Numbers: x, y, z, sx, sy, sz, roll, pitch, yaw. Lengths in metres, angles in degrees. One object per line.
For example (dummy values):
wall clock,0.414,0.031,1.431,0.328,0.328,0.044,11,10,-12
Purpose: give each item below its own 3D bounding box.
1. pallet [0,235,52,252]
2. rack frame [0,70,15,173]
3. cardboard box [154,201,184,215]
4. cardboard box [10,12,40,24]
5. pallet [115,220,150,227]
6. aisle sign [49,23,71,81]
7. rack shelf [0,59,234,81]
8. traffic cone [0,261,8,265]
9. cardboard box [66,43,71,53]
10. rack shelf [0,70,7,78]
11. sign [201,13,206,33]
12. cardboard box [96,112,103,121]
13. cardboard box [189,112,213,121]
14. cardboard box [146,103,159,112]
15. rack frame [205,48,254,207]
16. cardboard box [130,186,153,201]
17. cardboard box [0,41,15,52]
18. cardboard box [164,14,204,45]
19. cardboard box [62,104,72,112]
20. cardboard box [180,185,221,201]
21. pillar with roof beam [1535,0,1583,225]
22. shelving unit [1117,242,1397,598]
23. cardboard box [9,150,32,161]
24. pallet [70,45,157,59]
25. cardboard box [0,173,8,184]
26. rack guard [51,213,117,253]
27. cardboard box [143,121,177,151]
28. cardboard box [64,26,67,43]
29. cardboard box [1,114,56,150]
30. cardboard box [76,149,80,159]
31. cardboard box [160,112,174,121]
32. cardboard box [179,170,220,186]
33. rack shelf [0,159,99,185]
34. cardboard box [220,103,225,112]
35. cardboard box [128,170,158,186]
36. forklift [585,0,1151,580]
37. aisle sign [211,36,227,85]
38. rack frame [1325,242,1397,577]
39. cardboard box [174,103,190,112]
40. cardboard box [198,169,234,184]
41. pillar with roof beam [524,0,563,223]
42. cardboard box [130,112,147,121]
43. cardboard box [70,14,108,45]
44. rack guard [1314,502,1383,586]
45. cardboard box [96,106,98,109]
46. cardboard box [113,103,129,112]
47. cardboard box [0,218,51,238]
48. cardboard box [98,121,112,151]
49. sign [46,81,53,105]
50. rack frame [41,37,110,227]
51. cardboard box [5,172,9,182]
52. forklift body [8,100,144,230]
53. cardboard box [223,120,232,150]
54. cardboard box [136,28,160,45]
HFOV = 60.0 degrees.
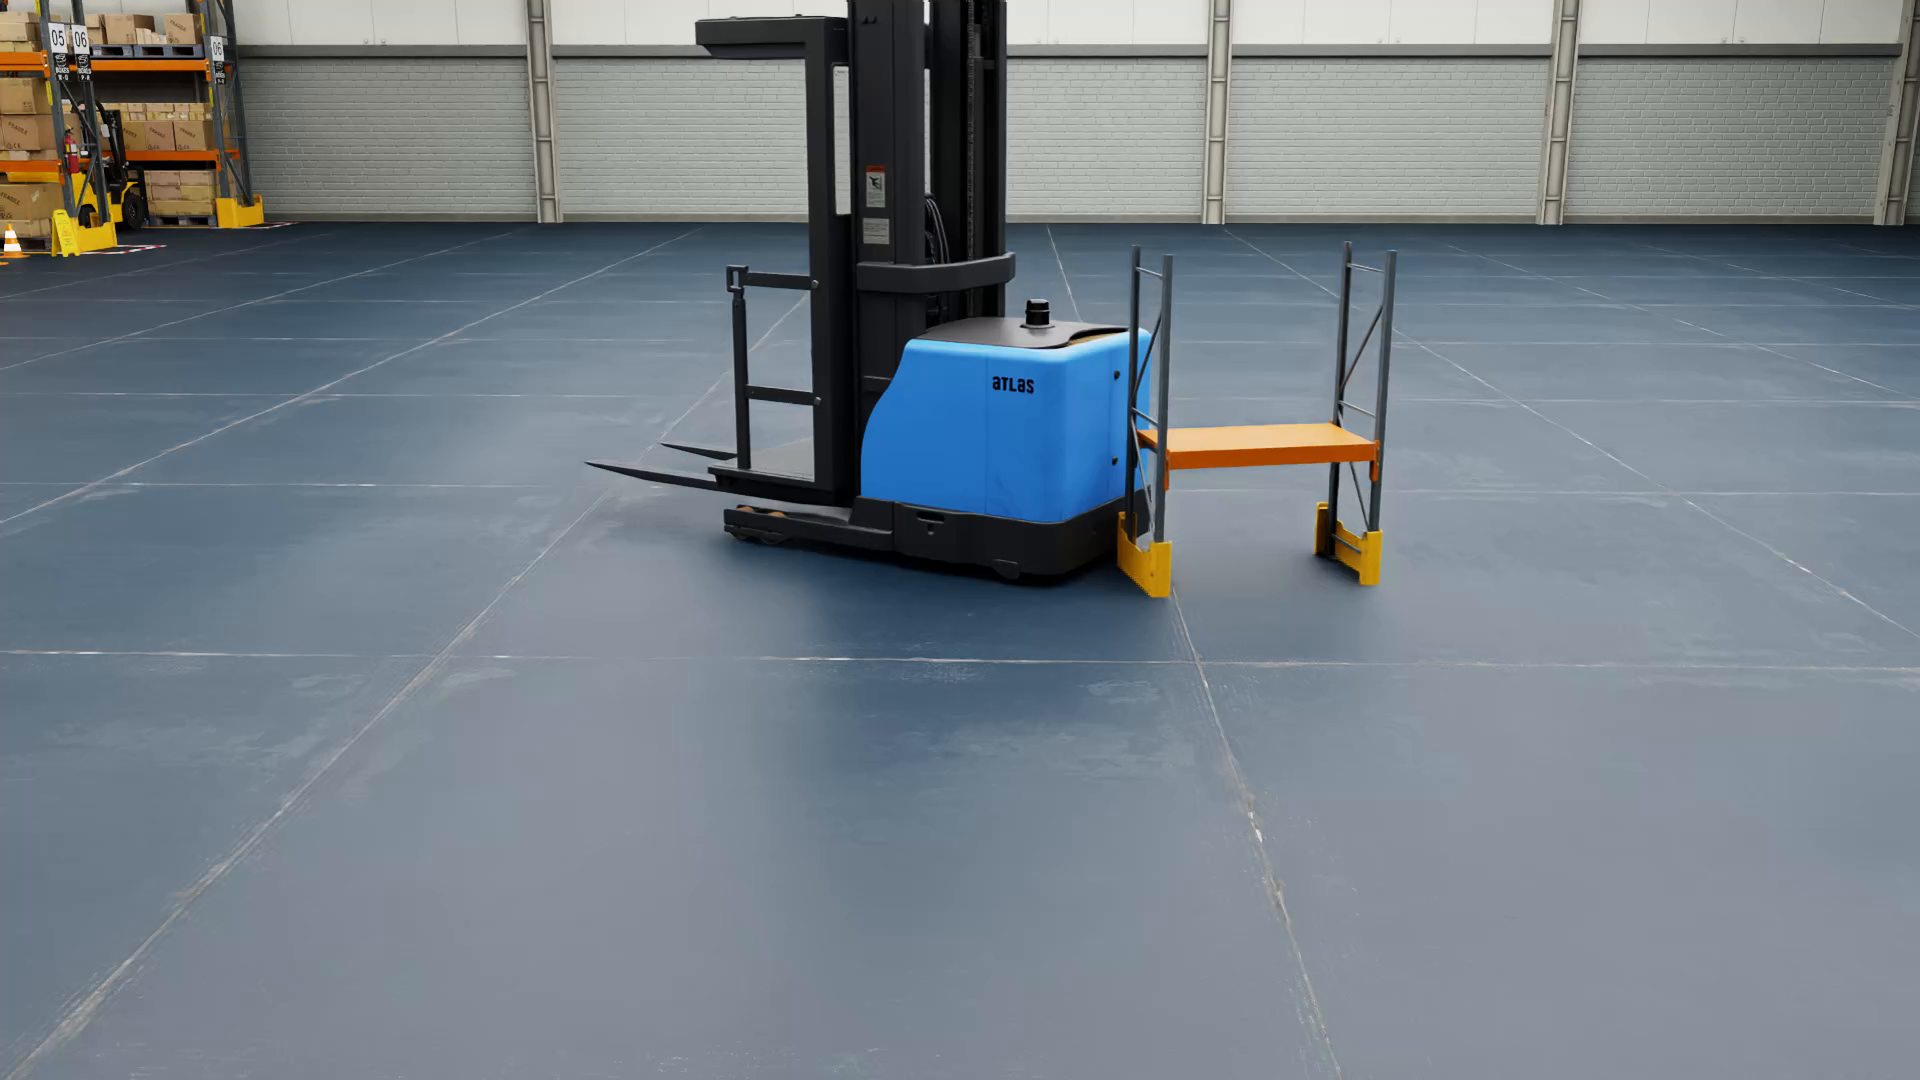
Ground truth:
pallet,-13.778,-4.435,24.738,1.213,0.211,1.003,0,15,1
rack frame,-16.767,-7.061,29.223,0.127,3.000,1.000,0,15,1
cardboard box,-13.743,-5.836,29.149,0.500,0.250,0.500,0,15,1
cardboard box,-13.237,-7.410,23.597,0.250,0.149,0.380,1,15,2
pallet,-14.750,-5.690,29.491,1.213,0.211,1.003,0,15,1
aisle sign,-12.837,-6.952,23.712,0.004,0.787,0.394,0,15,1
rack shelf,-14.767,-8.150,28.882,4.000,0.370,1.077,0,15,1
traffic cone,-13.042,-3.931,22.332,0.334,0.463,0.336,0,15,1
cardboard box,-13.214,-7.183,24.297,0.250,0.149,0.380,0,15,1
rack shelf,-18.766,-8.176,28.981,4.000,0.370,1.077,0,15,1
sign,-12.796,-8.737,28.114,0.005,0.325,0.100,0,15,1
cardboard box,-14.910,-7.339,28.808,0.250,0.149,0.380,0,15,0
cardboard box,-13.122,-7.328,28.766,0.250,0.149,0.380,1,15,2
cardboard box,-13.888,-7.498,28.830,0.250,0.149,0.380,0,15,2
rack frame,-12.768,-7.035,29.124,0.127,3.000,1.000,0,15,1
cardboard box,-14.280,-6.078,29.082,0.500,0.250,0.500,0,15,0
cardboard box,-13.504,-7.022,23.688,0.250,0.149,0.380,0,15,2
cardboard box,-13.217,-8.726,28.438,0.500,0.500,0.500,1,15,3
cardboard box,-15.422,-7.488,28.792,0.250,0.149,0.380,0,15,1
cardboard box,-13.263,-6.074,29.067,0.500,0.250,0.500,0,15,1
pillar with roof beam,10.441,-8.916,24.493,0.400,9.000,9.100,0,15,1
shelving unit,1.327,-0.567,7.549,1.083,1.500,0.587,-3,15,-11
cardboard box,-13.527,-5.569,24.060,0.250,0.149,0.380,0,15,1
pallet,-14.697,-8.461,28.823,1.213,0.211,1.003,0,15,1
cardboard box,-14.067,-5.243,24.157,0.250,0.149,0.380,1,15,3
rack guard,-12.967,-4.561,24.647,0.348,0.500,1.175,0,15,1
cardboard box,-13.785,-7.025,28.891,0.500,0.500,0.500,1,15,3
cardboard box,-13.387,-7.362,24.194,0.500,0.250,0.500,0,15,0
cardboard box,-13.441,-5.894,24.022,0.500,0.500,0.500,0,15,0
cardboard box,-13.225,-5.702,24.567,0.250,0.149,0.380,0,15,2
cardboard box,-13.636,-7.339,28.809,0.250,0.149,0.380,1,15,2
cardboard box,-13.236,-6.315,29.004,0.500,0.250,0.500,1,15,3
rack shelf,-14.890,-5.434,24.467,4.000,0.370,1.077,0,15,1
cardboard box,-13.098,-7.597,29.205,0.250,0.149,0.380,0,15,0
cardboard box,-14.252,-6.318,29.013,0.500,0.250,0.500,1,15,2
forklift,-0.587,-1.496,8.264,3.031,2.935,1.130,9,17,31
aisle sign,-12.710,-8.216,28.507,0.004,0.787,0.394,0,15,1
rack frame,1.835,-0.593,7.646,0.032,1.500,0.500,-3,15,-11
cardboard box,-13.379,-7.483,28.772,0.250,0.149,0.380,0,15,2
cardboard box,-13.244,-6.443,29.488,0.500,0.250,0.500,0,15,1
pillar with roof beam,-7.553,-9.033,24.938,0.400,9.000,9.100,0,15,1
cardboard box,-14.152,-7.333,28.787,0.250,0.149,0.380,0,15,0
cardboard box,-14.822,-8.773,28.611,0.637,0.503,0.797,1,15,3
rack guard,1.816,0.013,7.802,0.087,0.250,0.587,-3,15,-11
cardboard box,-14.916,-7.504,28.850,0.250,0.149,0.380,0,15,2
cardboard box,-14.410,-7.472,28.730,0.250,0.149,0.380,1,15,3
cardboard box,-13.730,-4.579,24.384,0.500,0.250,0.500,0,15,1
cardboard box,-14.800,-7.029,28.905,0.500,0.500,0.500,0,15,2
sign,-12.925,-6.340,23.602,0.005,0.325,0.100,0,15,1
rack frame,-12.891,-5.769,24.326,0.127,3.000,1.000,0,15,1
cardboard box,-16.291,-6.335,29.077,0.500,0.250,0.500,0,15,1
forklift body,-14.710,-6.172,27.516,1.214,2.155,2.313,0,15,1
cardboard box,-13.256,-7.157,29.392,0.500,0.500,0.500,1,15,3
cardboard box,-13.858,-8.601,28.425,0.258,0.266,0.396,0,15,2
